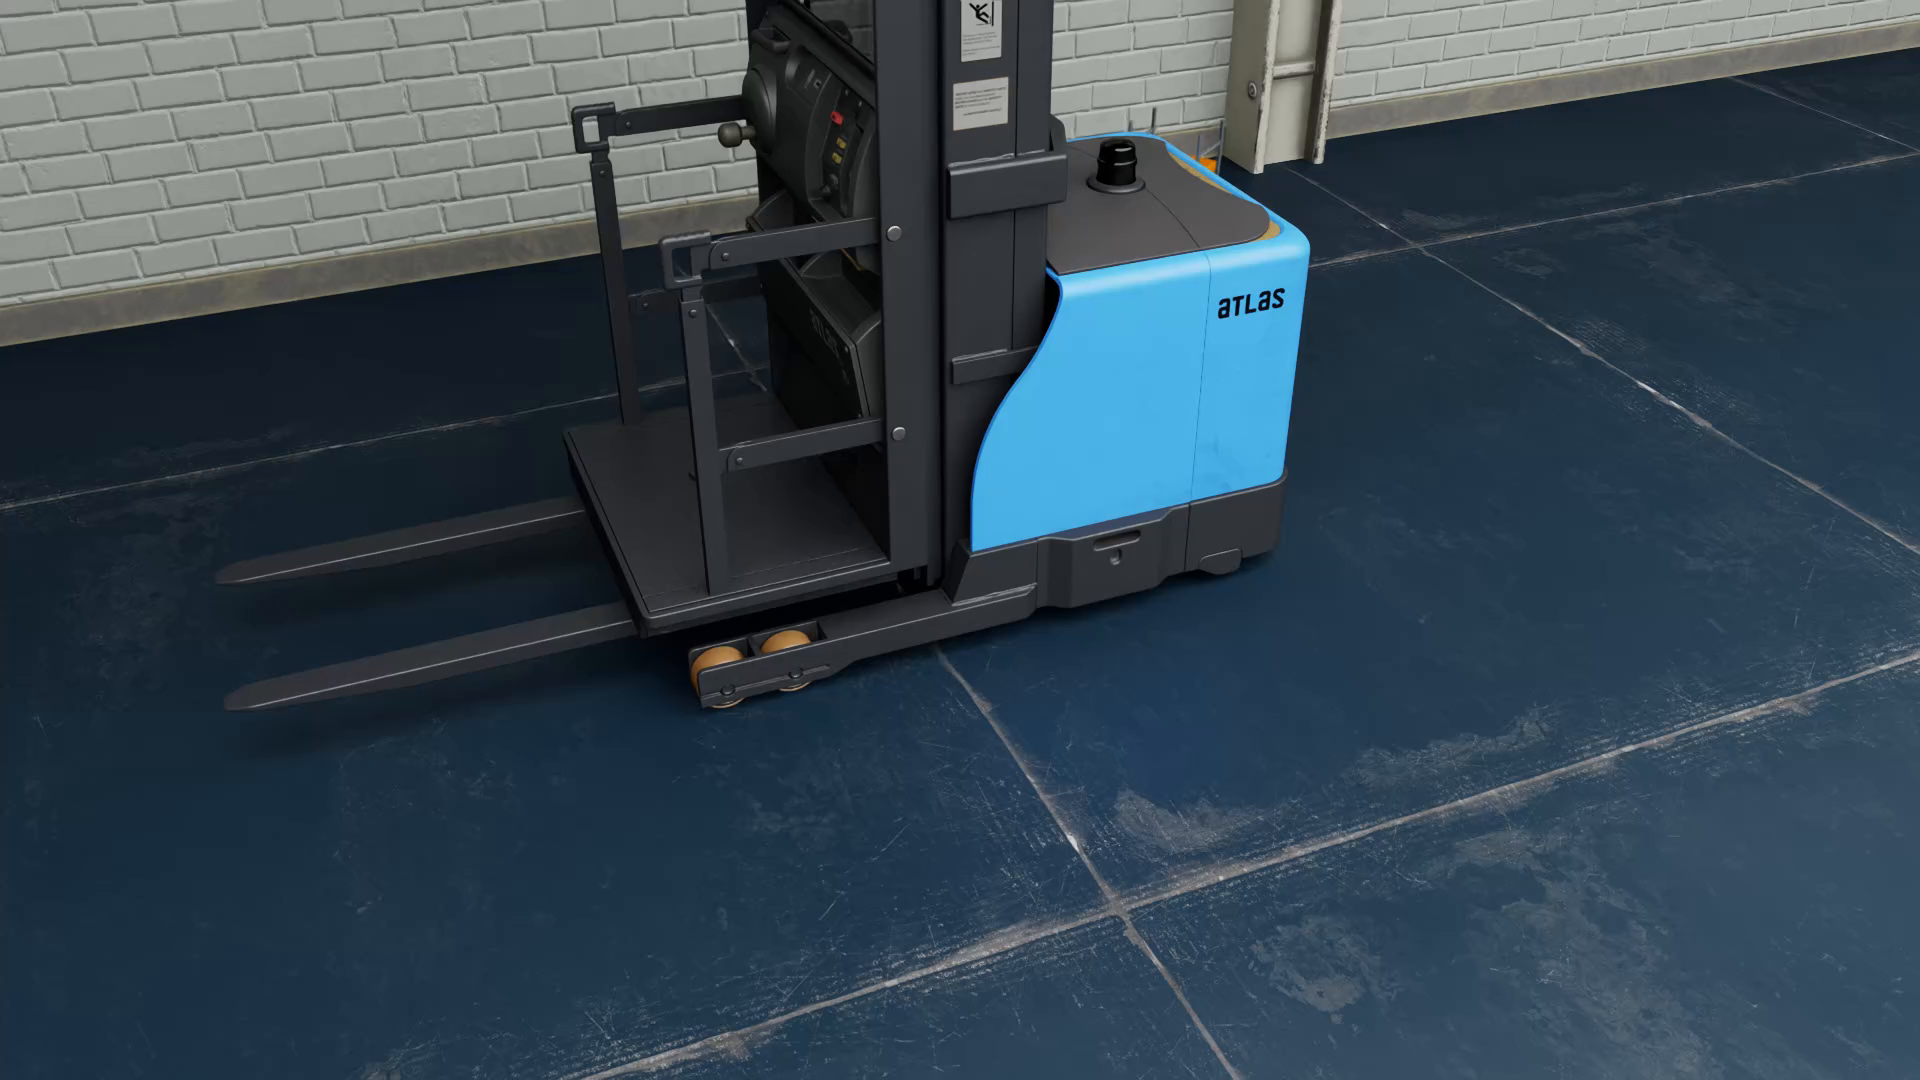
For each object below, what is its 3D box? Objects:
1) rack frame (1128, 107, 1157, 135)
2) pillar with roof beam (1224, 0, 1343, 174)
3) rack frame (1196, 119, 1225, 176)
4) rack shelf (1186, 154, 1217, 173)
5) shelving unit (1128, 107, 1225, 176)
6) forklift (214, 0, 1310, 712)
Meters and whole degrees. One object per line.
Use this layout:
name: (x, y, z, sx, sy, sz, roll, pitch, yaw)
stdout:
rack frame: (0.591, -0.952, 5.741, 0.008, 1.050, 0.200, 18, 35, 25)
pillar with roof beam: (3.190, -3.473, 2.337, 0.400, 9.000, 9.100, -13, 35, -19)
rack frame: (0.802, -0.884, 5.637, 0.008, 1.050, 0.200, 18, 35, 25)
rack shelf: (0.703, -1.152, 5.549, 0.240, 0.259, 0.215, 18, 35, 25)
shelving unit: (0.697, -0.918, 5.689, 0.252, 1.050, 0.215, 18, 35, 25)
forklift: (-0.581, -1.097, 4.249, 3.031, 2.935, 1.130, -13, 35, -19)
